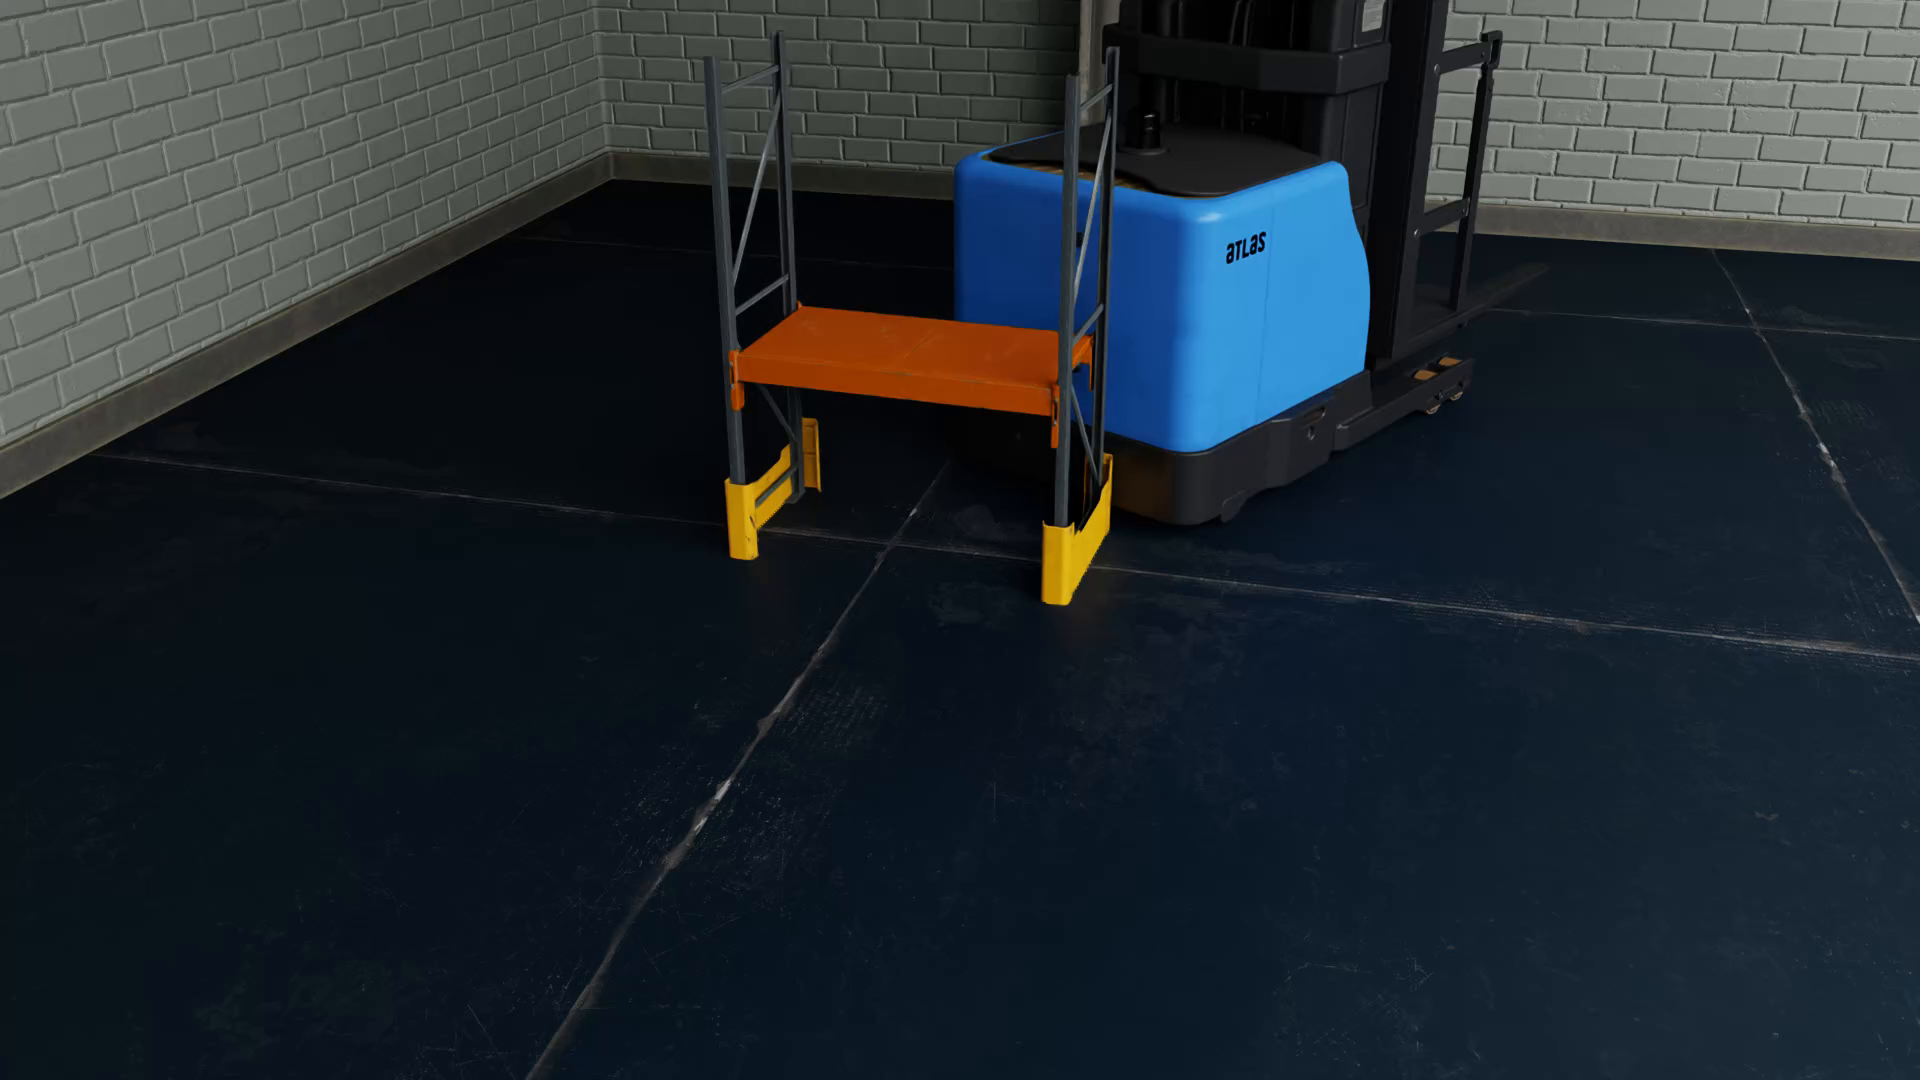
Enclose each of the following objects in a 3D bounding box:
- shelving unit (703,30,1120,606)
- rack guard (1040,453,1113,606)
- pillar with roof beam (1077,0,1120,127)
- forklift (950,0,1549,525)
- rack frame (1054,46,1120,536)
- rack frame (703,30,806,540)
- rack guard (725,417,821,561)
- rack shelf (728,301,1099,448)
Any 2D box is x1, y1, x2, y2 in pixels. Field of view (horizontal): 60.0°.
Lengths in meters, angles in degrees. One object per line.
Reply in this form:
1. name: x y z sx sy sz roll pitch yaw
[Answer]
1. shelving unit: -0.116 -0.672 4.917 1.083 1.500 0.587 8 27 16
2. rack guard: 0.358 -0.043 5.050 0.087 0.250 0.587 8 27 16
3. pillar with roof beam: -0.244 -4.000 3.182 0.400 9.000 9.100 6 26 13
4. forklift: 1.315 -1.921 5.876 1.130 2.935 3.031 21 32 37
5. rack frame: 0.359 -0.607 4.781 0.032 1.500 0.500 8 27 16
6. rack frame: -0.610 -0.739 5.058 0.032 1.500 0.500 8 27 16
7. rack guard: -0.591 -0.172 5.321 0.087 0.250 0.587 8 27 16
8. rack shelf: -0.125 -0.511 4.997 1.000 0.185 0.538 8 27 16
